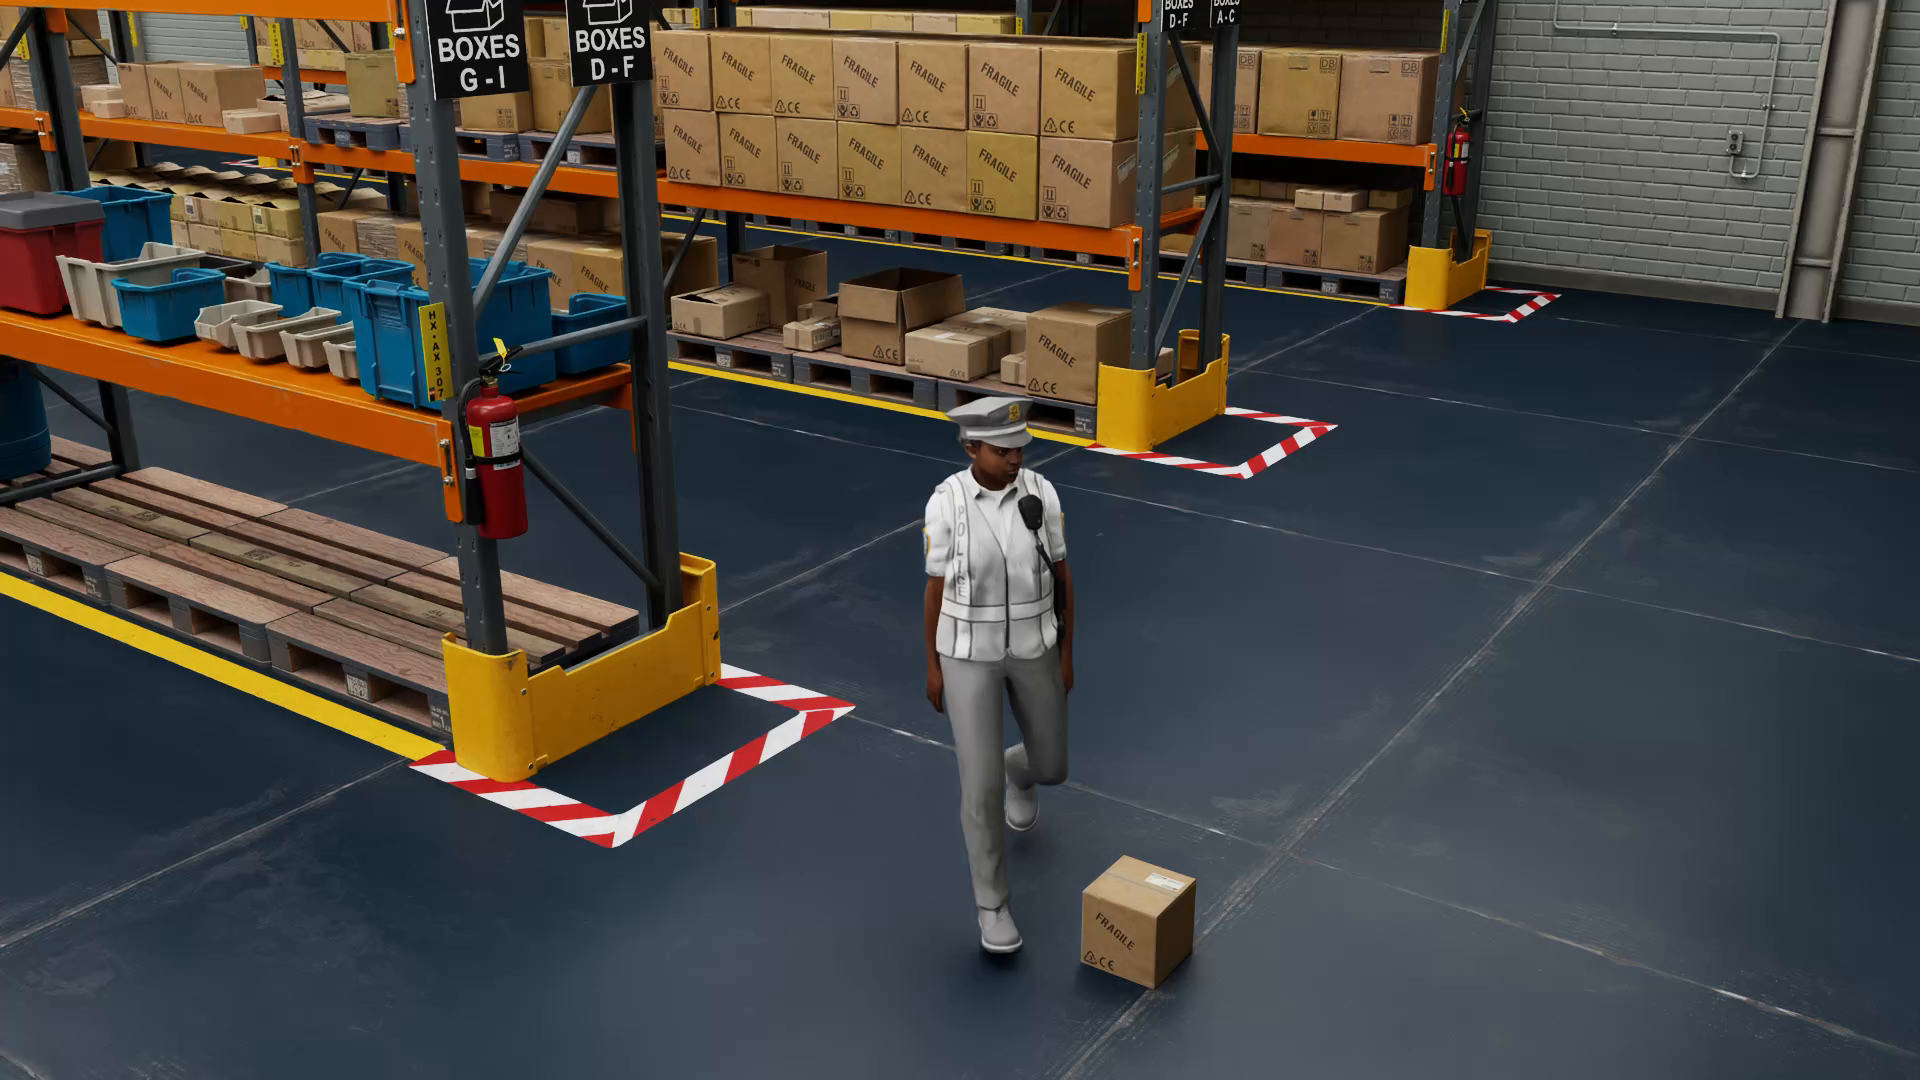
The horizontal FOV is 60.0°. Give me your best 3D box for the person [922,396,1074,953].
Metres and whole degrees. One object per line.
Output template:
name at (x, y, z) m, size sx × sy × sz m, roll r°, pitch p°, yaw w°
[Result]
person at (0.135, 0.356, 5.111) m, size 0.464 × 1.627 × 0.894 m, roll -4°, pitch 20°, yaw -12°
